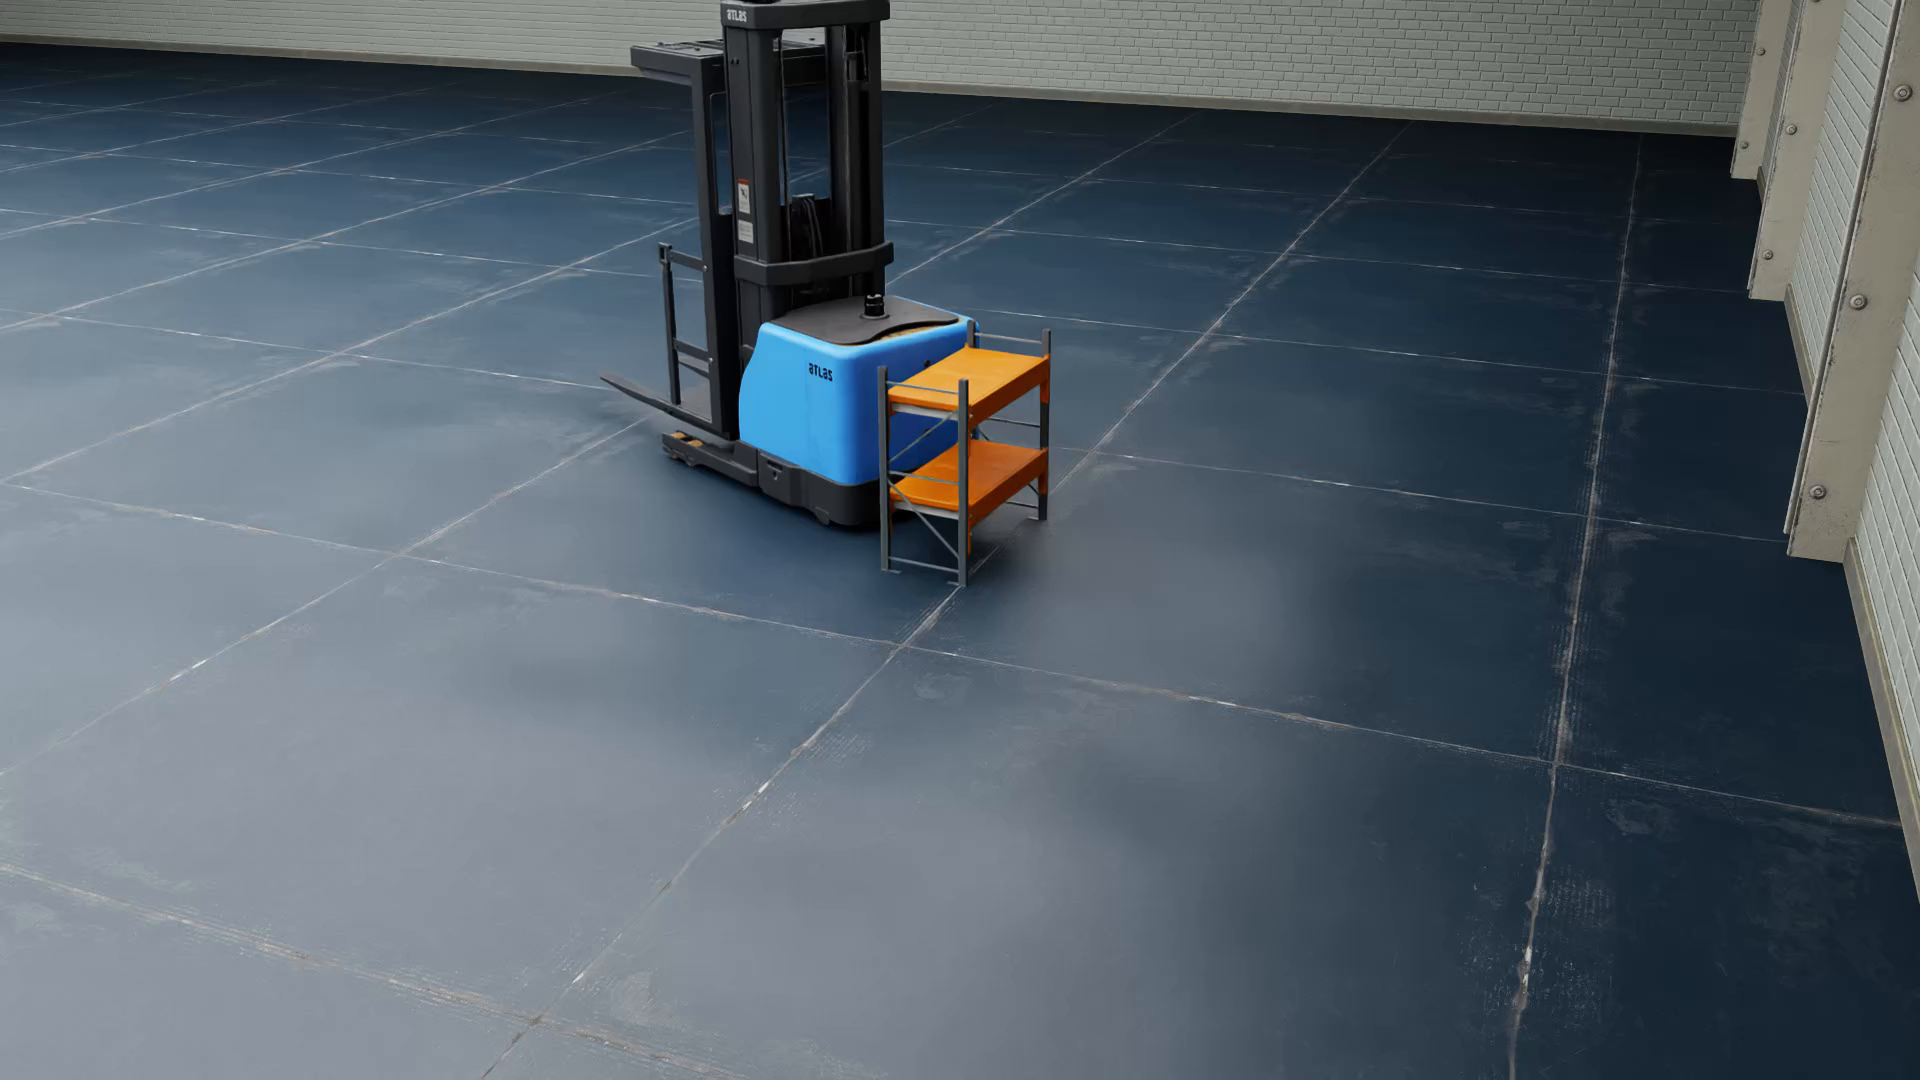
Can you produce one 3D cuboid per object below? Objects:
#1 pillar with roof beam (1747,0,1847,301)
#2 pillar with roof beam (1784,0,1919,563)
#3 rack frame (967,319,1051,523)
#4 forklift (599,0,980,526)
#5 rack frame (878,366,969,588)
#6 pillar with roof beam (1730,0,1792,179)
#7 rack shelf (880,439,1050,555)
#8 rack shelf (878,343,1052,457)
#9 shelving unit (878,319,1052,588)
[{"bbox_3d":[2.952,-6.880,14.046,9.100,9.000,0.400,9,24,20],"label":"pillar with roof beam"},{"bbox_3d":[0.723,-4.733,8.906,9.100,9.000,0.400,9,24,20],"label":"pillar with roof beam"},{"bbox_3d":[0.268,-0.667,9.387,0.500,1.125,0.032,11,25,24],"label":"rack frame"},{"bbox_3d":[-1.221,-1.921,10.045,1.130,2.935,3.031,-19,29,-38],"label":"forklift"},{"bbox_3d":[-0.187,-0.317,8.548,0.500,1.125,0.032,11,25,24],"label":"rack frame"},{"bbox_3d":[5.180,-9.027,19.187,9.100,9.000,0.400,9,24,20],"label":"pillar with roof beam"},{"bbox_3d":[0.041,-0.266,9.062,0.538,0.278,1.000,11,25,24],"label":"rack shelf"},{"bbox_3d":[0.041,-0.762,8.855,0.538,0.278,1.000,11,25,24],"label":"rack shelf"},{"bbox_3d":[0.041,-0.492,8.968,0.538,1.125,1.048,11,25,24],"label":"shelving unit"}]
